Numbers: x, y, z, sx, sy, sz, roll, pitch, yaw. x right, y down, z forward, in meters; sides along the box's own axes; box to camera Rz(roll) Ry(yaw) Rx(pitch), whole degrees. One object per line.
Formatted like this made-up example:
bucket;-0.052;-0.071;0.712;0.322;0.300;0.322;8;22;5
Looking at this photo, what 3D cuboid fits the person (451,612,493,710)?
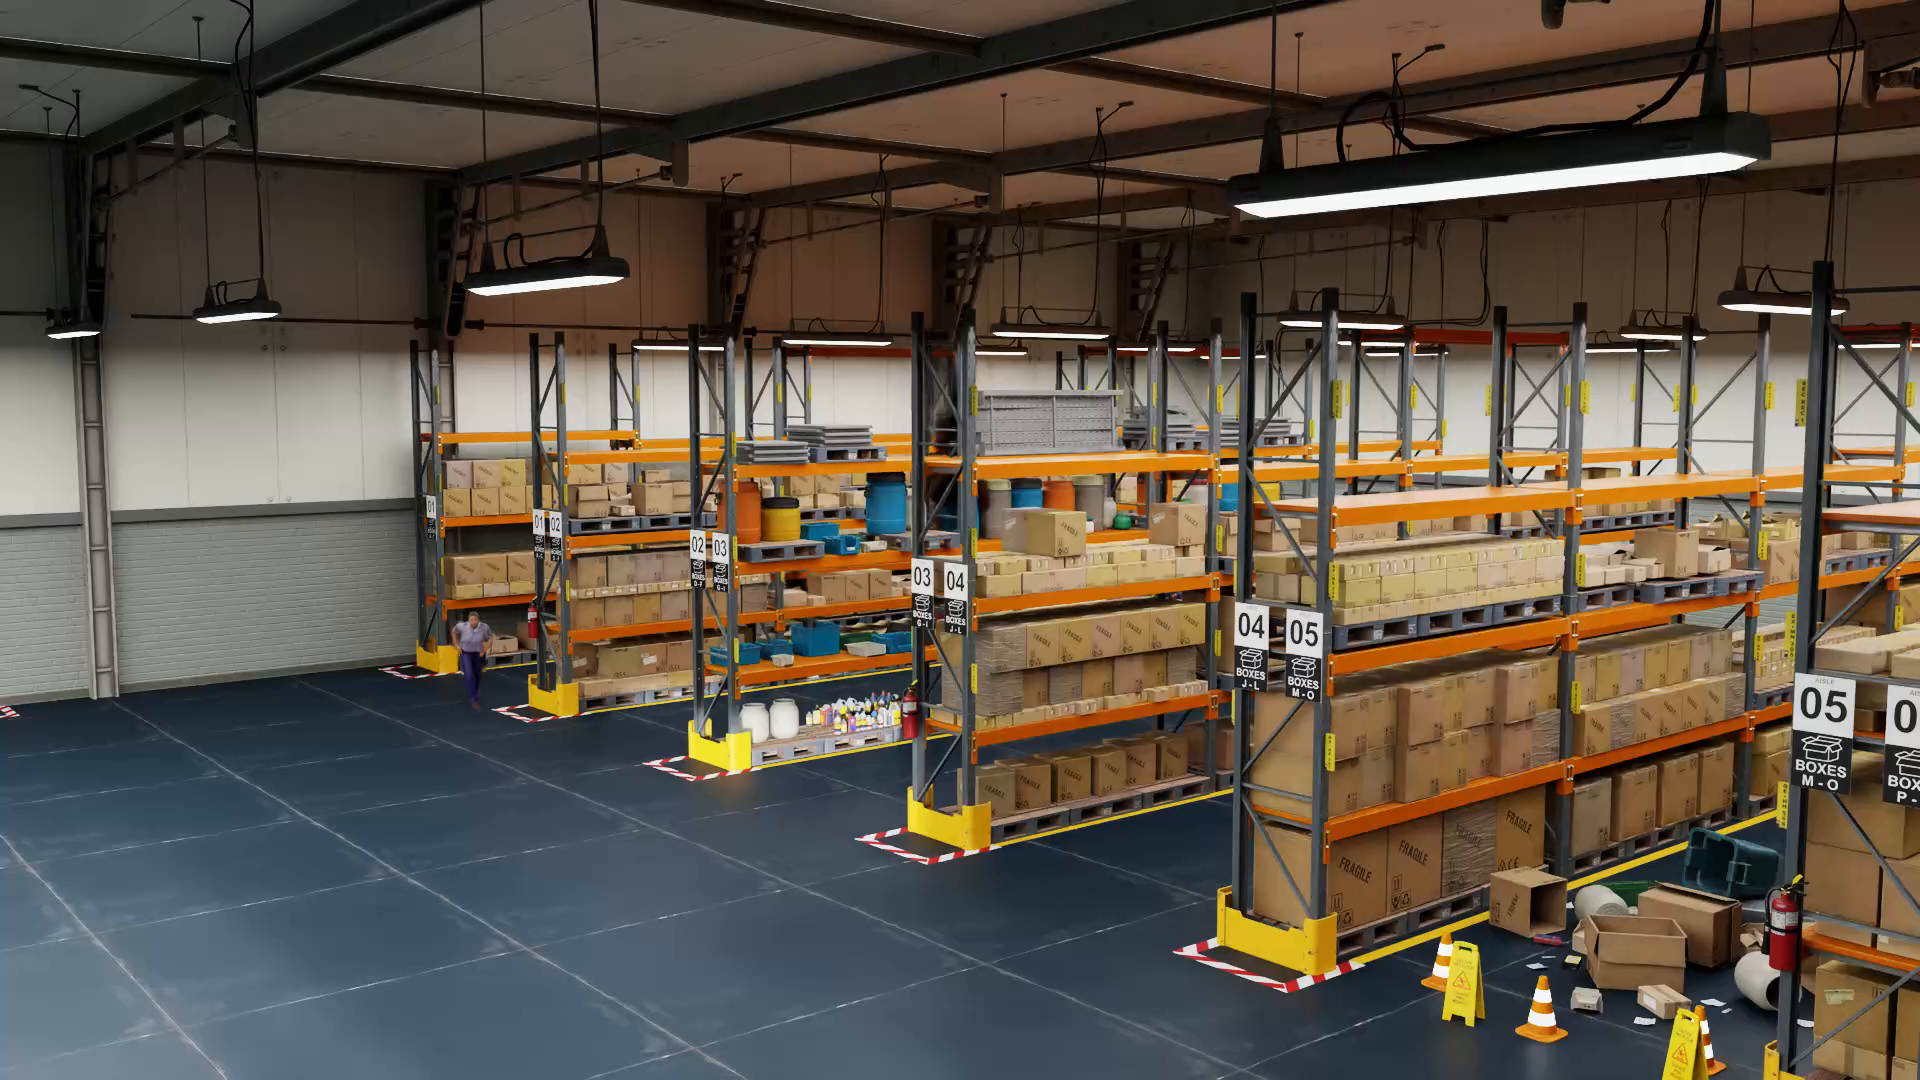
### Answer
person;-7.900;1.916;26.968;0.641;1.612;0.975;-2;6;-16
